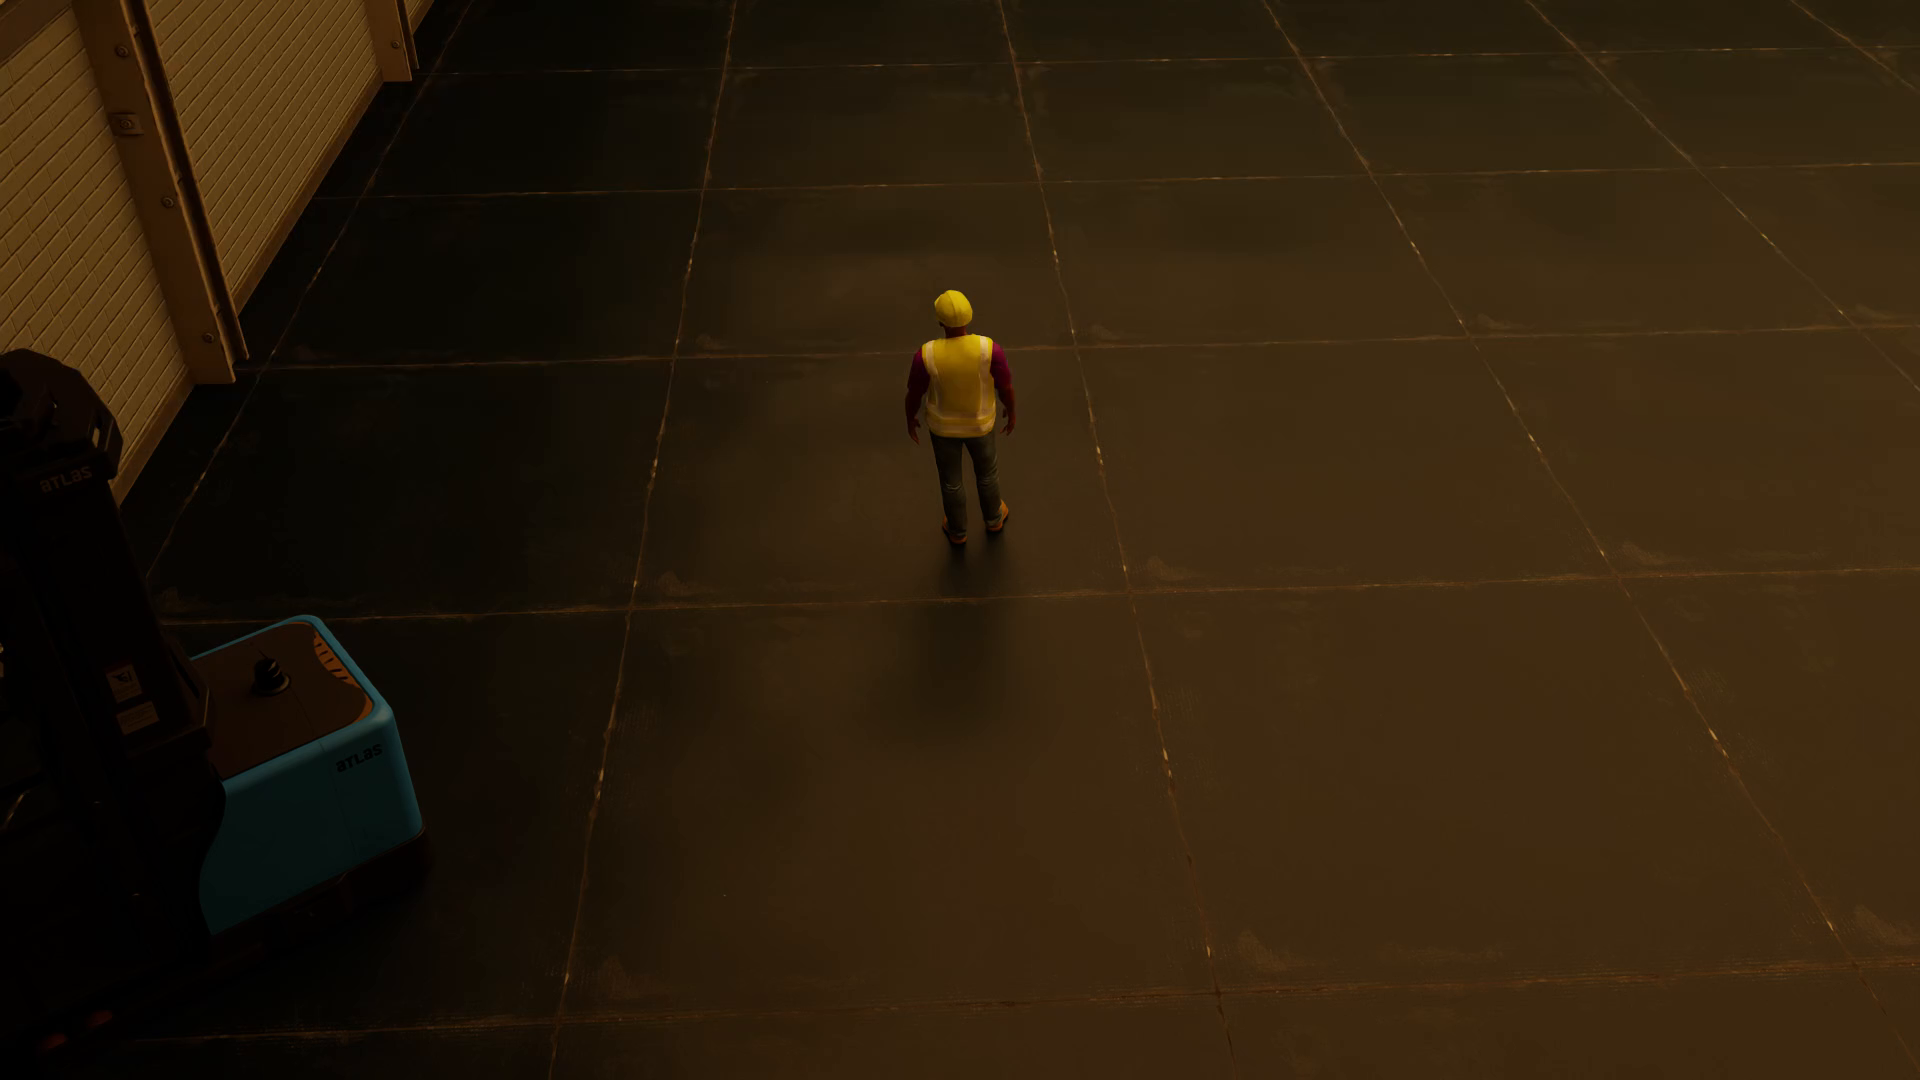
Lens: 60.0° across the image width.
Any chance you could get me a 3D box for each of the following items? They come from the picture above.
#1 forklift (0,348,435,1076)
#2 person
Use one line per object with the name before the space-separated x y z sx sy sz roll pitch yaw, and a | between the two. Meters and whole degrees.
forklift | -4.055 0.793 6.922 3.031 2.935 1.130 -26 43 -31
person | 0.002 -0.761 10.032 0.665 1.768 0.575 -2 36 -2
